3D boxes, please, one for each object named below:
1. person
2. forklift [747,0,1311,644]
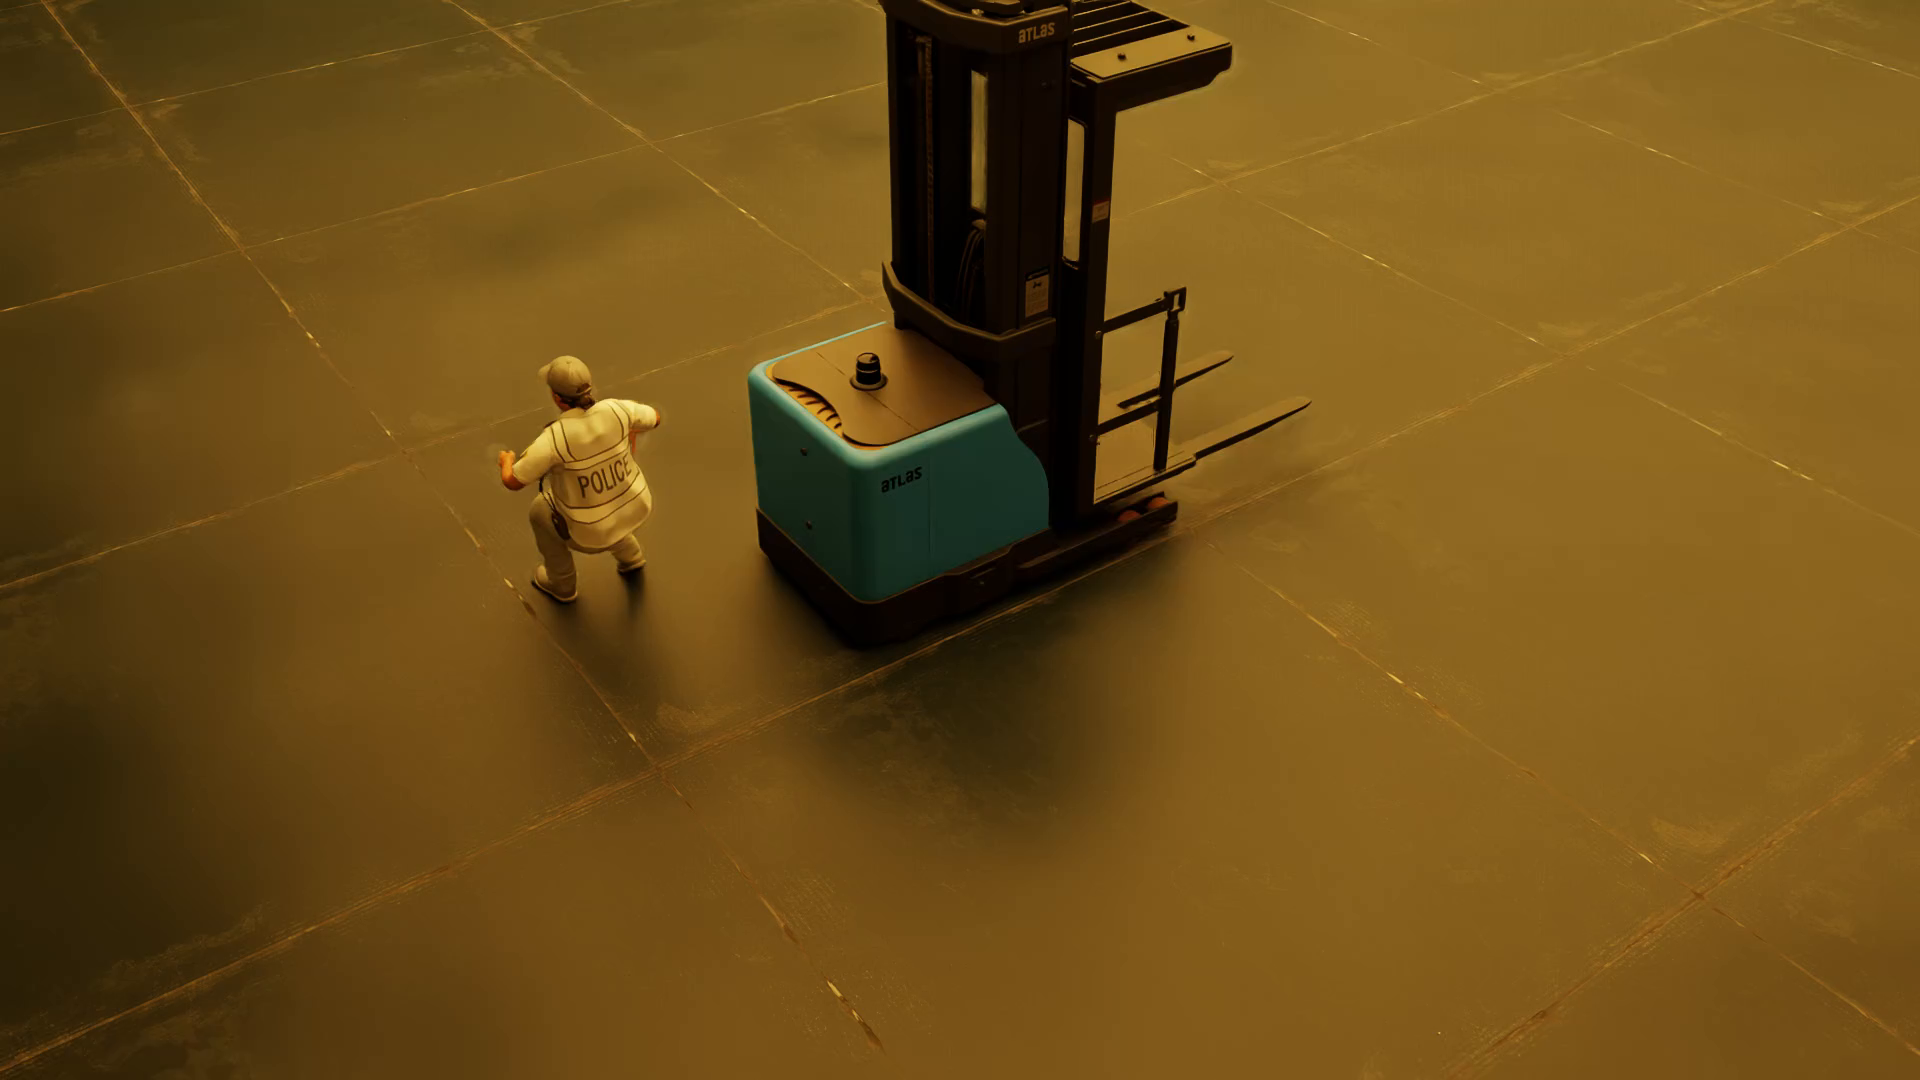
[{"bbox_3d":[-1.760,-0.252,7.575,0.765,1.489,0.767,28,45,32],"label":"person"},{"bbox_3d":[0.493,-1.394,7.830,3.031,2.935,1.130,-23,42,-28],"label":"forklift"}]
